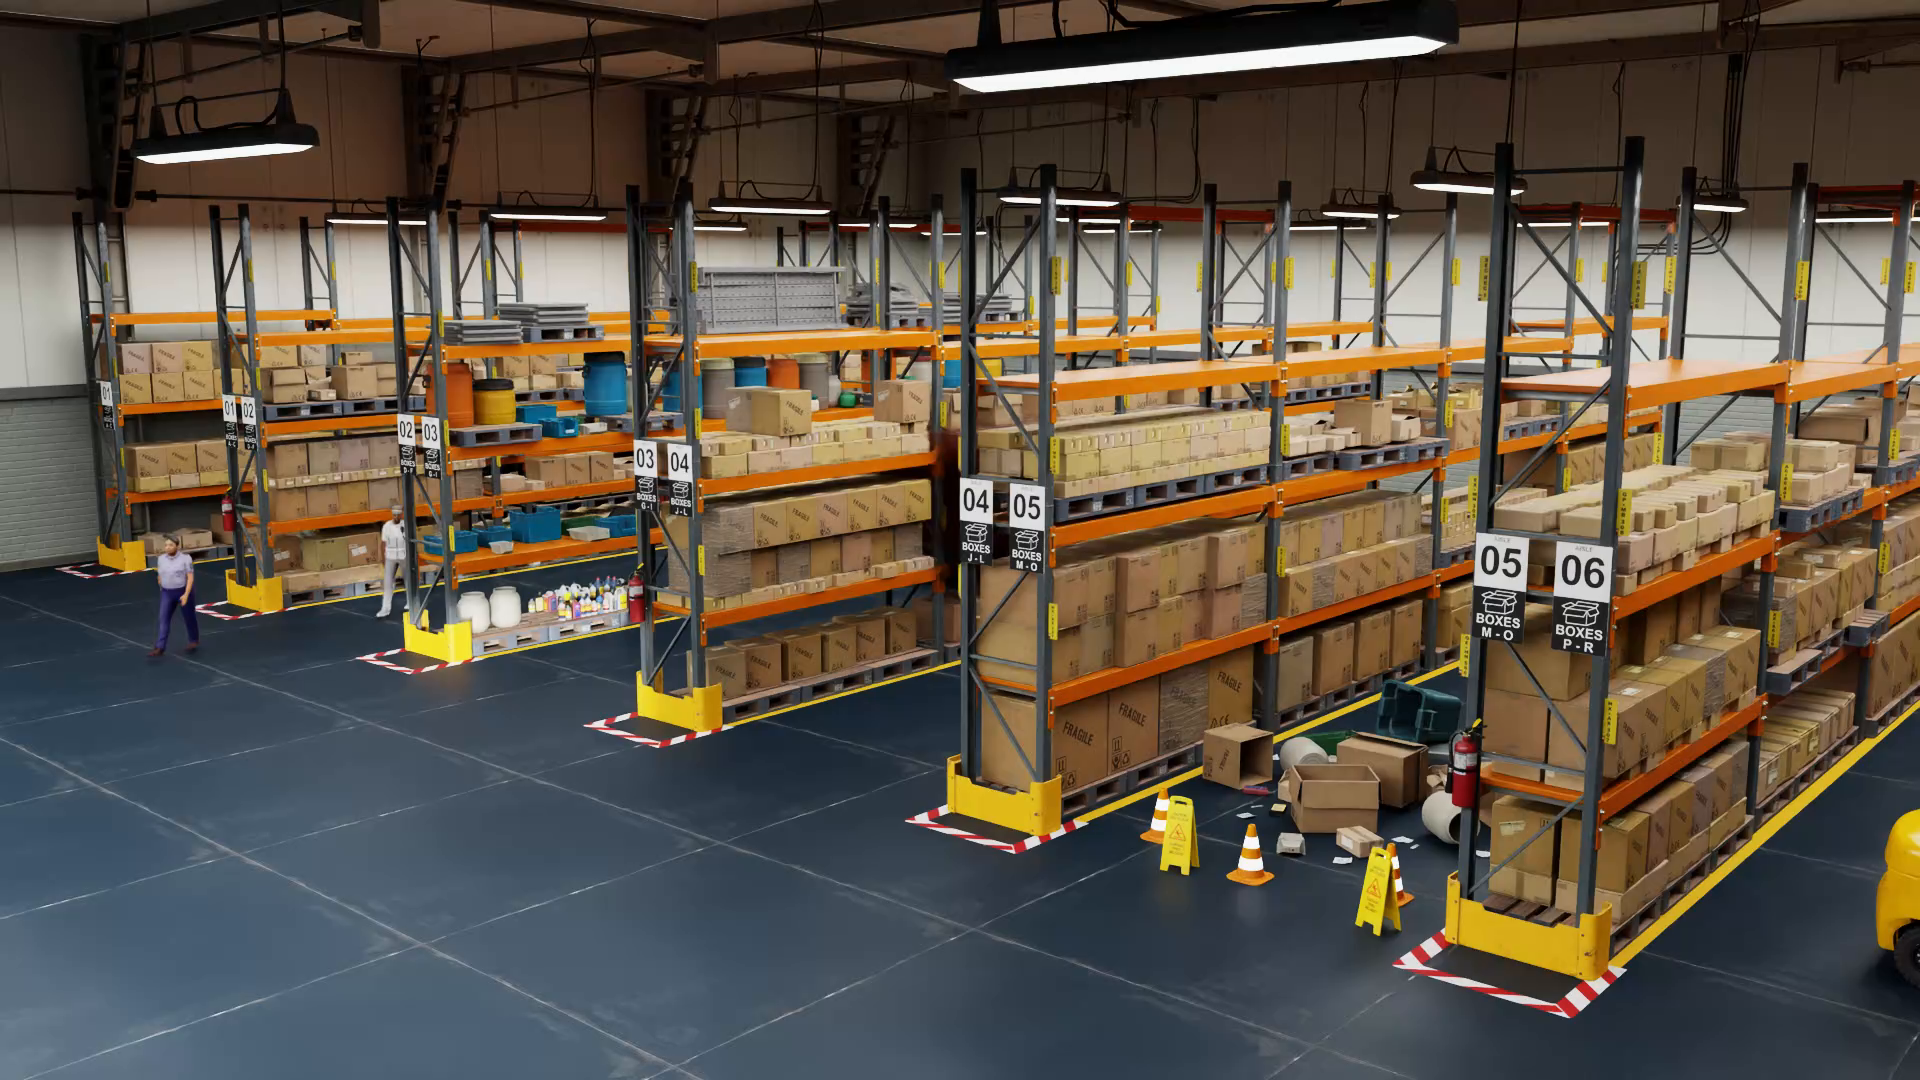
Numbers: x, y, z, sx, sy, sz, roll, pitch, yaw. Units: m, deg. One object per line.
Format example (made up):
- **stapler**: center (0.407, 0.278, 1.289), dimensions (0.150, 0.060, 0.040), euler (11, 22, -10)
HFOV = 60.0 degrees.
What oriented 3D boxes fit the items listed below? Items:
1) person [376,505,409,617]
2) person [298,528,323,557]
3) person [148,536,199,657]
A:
- **person**: center (-8.324, 0.279, 24.549), dimensions (0.485, 1.620, 0.985), euler (-1, 10, -8)
- **person**: center (-10.826, -0.236, 27.456), dimensions (0.629, 1.736, 0.696), euler (9, 13, 43)
- **person**: center (-10.373, 0.733, 21.938), dimensions (0.521, 1.586, 1.030), euler (-2, 10, -11)
